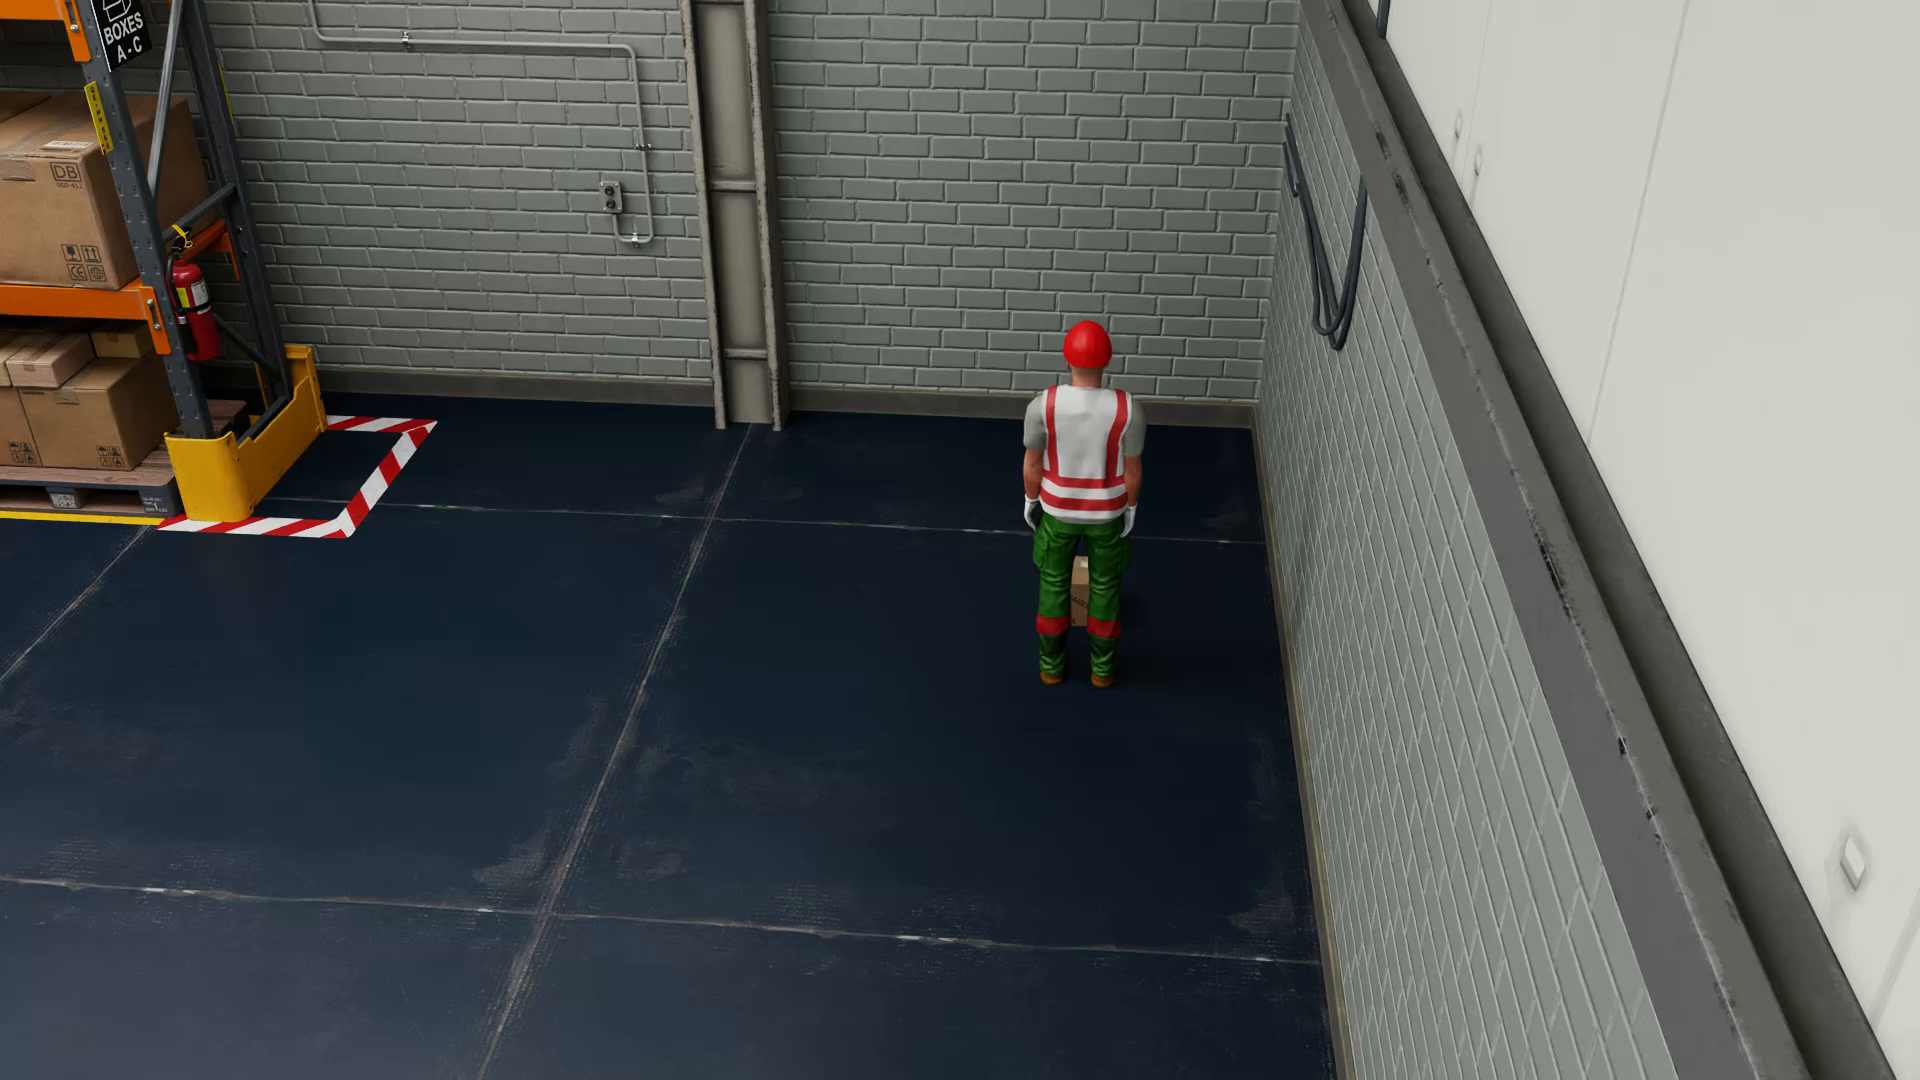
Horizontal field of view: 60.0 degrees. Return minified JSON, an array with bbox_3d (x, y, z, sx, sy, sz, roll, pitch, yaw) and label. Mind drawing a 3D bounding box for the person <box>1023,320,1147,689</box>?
[{"bbox_3d":[0.537,-0.145,7.350,0.524,1.785,0.338,3,32,5],"label":"person"}]
